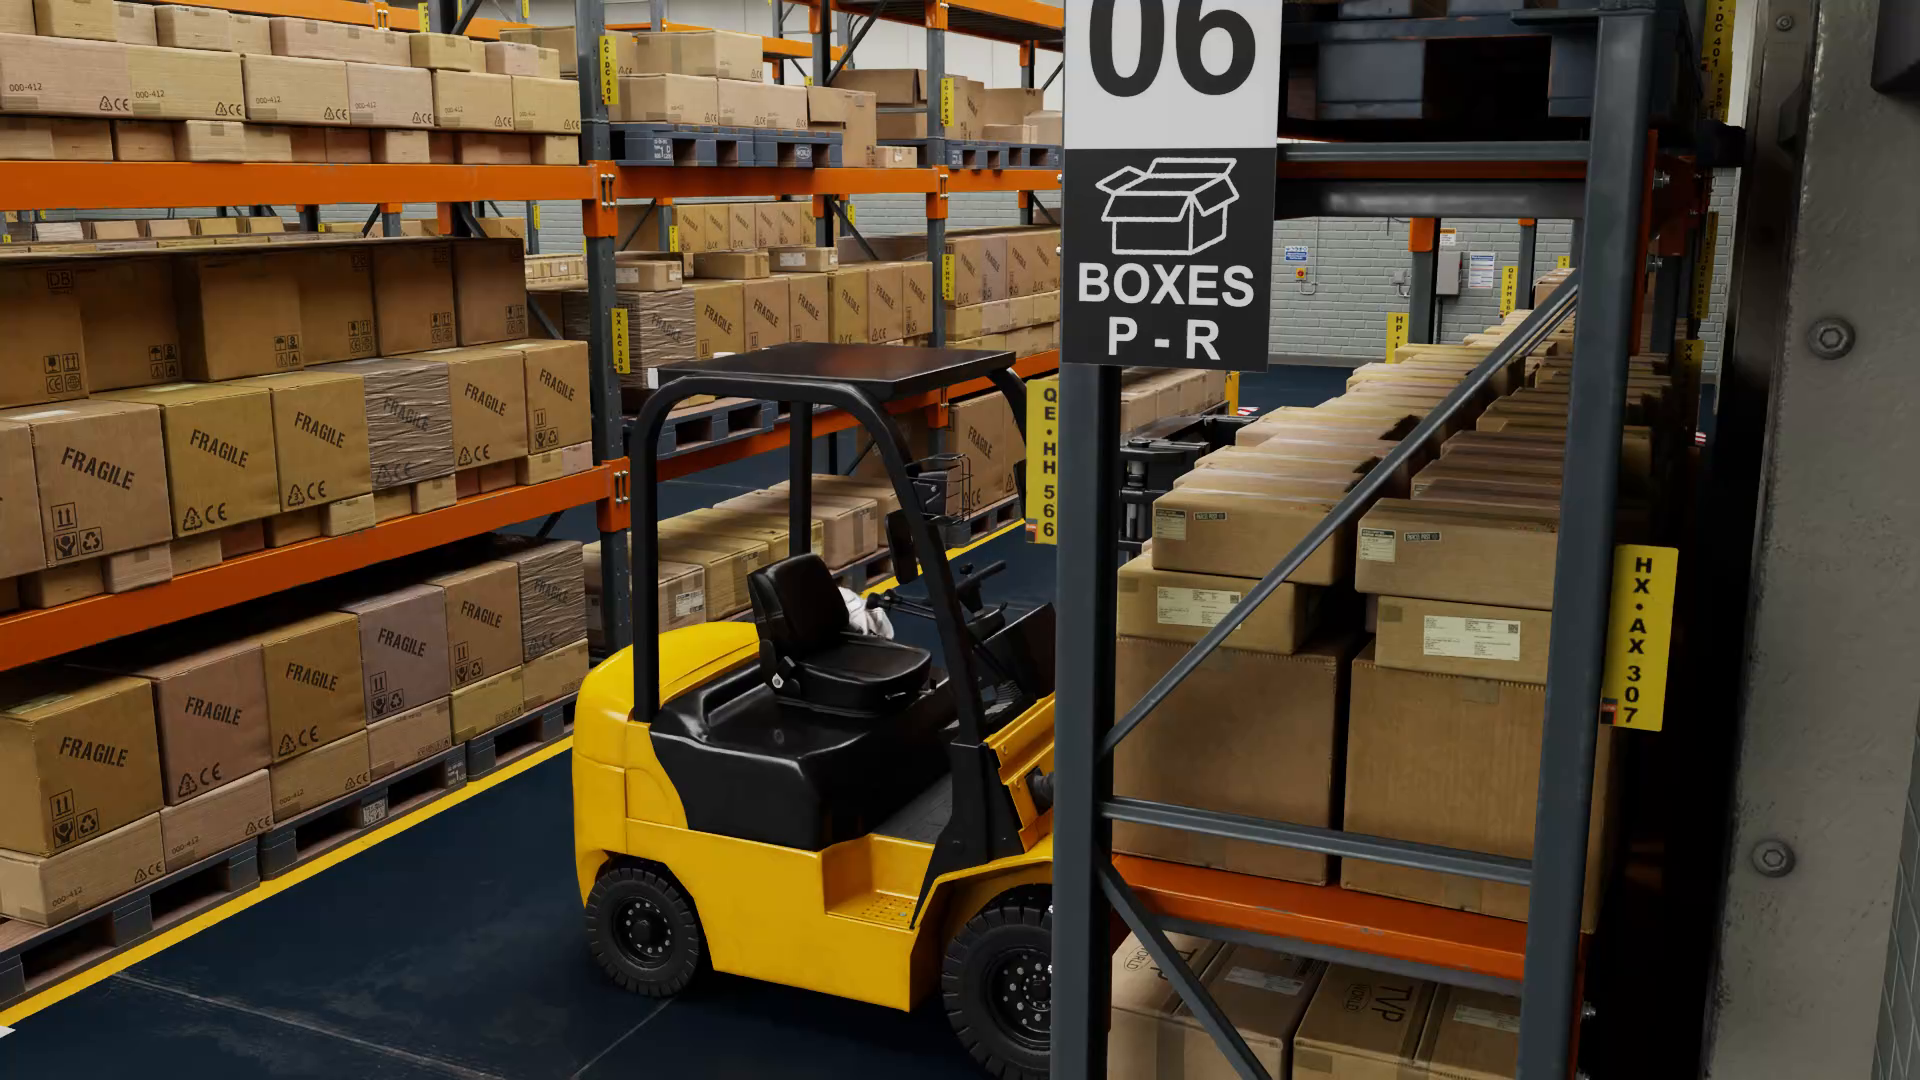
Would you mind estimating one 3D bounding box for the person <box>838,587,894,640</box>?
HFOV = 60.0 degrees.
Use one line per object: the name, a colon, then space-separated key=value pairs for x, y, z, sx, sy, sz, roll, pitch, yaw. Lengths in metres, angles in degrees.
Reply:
person: x=-0.646 y=0.578 z=8.282 sx=0.515 sy=0.848 sz=0.864 roll=5 pitch=13 yaw=23
